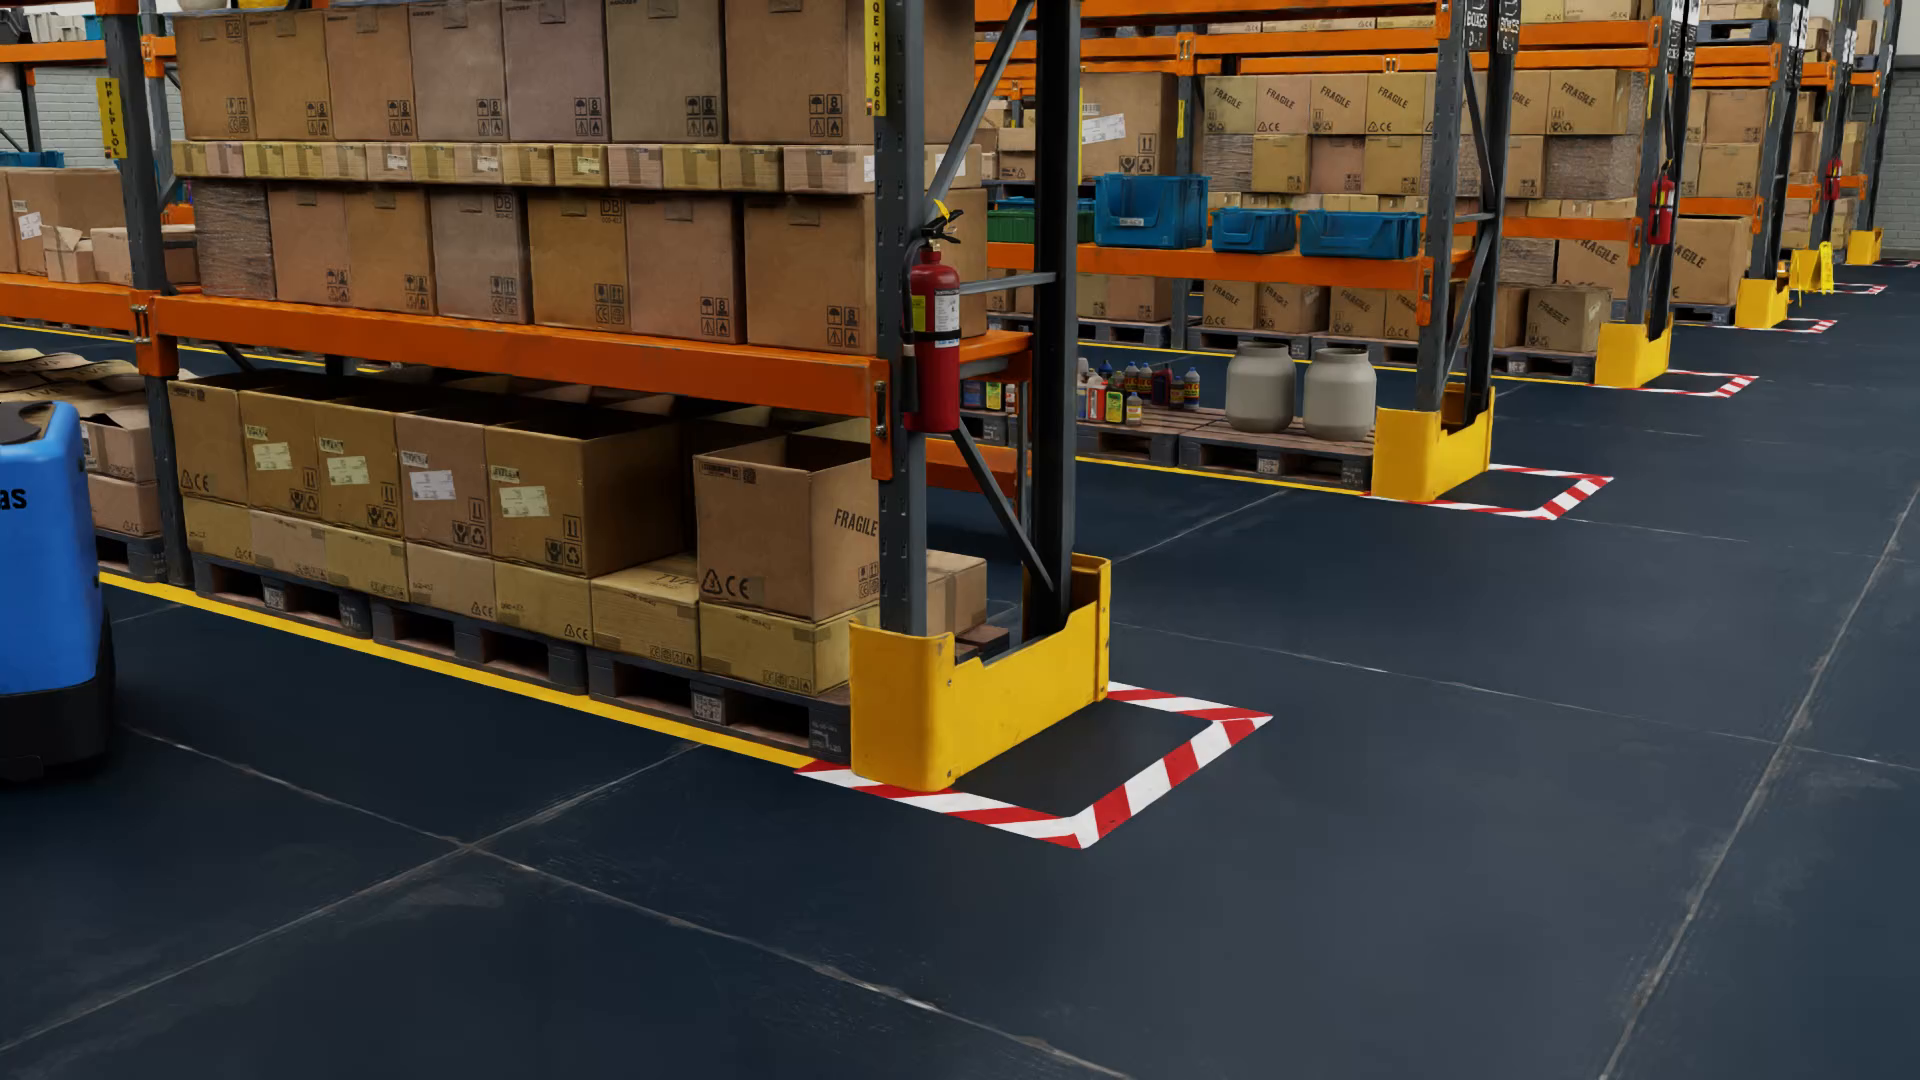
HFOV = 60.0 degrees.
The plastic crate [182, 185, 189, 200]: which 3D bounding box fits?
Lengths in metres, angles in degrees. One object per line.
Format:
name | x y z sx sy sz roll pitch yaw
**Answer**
plastic crate | -7.421 -3.397 16.229 0.243 0.136 0.396 9 17 33

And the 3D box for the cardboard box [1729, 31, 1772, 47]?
cardboard box | 10.153 -6.373 21.274 0.500 0.250 0.500 9 16 32

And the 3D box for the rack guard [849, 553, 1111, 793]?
rack guard | 0.095 0.408 5.636 0.348 0.500 1.175 9 17 33

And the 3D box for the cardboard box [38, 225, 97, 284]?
cardboard box | -4.076 -1.361 7.860 0.258 0.266 0.396 9 16 31

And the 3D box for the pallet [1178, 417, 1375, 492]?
pallet | 2.082 -0.553 10.119 1.213 0.211 1.003 9 17 33

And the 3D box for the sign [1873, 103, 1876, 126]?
sign | 13.590 -6.320 24.711 0.005 0.325 0.100 9 17 33

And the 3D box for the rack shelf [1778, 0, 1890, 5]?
rack shelf | 12.245 -8.387 25.805 4.000 0.370 1.077 9 17 33

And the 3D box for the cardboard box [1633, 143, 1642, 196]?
cardboard box | 7.262 -4.042 18.098 0.550 0.550 0.875 9 17 33

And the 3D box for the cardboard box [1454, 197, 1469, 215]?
cardboard box | 4.209 -2.823 14.008 0.250 0.149 0.380 9 17 33

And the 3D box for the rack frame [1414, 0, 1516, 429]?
rack frame | 2.842 -1.796 9.336 0.127 3.000 1.000 9 17 33

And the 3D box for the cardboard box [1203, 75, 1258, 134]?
cardboard box | 2.519 -3.887 14.876 0.500 0.500 0.500 9 17 33

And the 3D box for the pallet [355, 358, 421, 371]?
pallet | -4.473 -1.613 14.399 1.213 0.211 1.003 9 17 33

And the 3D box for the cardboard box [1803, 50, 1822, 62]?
cardboard box | 10.685 -6.086 20.946 0.250 0.149 0.380 9 17 33

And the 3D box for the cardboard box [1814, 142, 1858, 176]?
cardboard box | 13.350 -5.812 25.351 0.500 0.500 0.500 9 16 32

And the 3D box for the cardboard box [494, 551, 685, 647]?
cardboard box | -1.373 0.178 6.212 0.500 0.250 0.500 9 17 33

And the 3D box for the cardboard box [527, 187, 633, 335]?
cardboard box | -1.153 -1.060 6.154 0.500 0.500 0.700 9 17 33

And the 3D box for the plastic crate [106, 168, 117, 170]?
plastic crate | -8.279 -3.619 16.820 0.530 0.282 0.437 9 17 33

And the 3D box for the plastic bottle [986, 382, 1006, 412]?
plastic bottle | 0.232 -0.981 10.780 0.133 0.283 0.061 10 17 35

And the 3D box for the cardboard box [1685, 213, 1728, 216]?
cardboard box | 9.892 -4.117 22.002 0.500 0.500 0.500 10 17 35

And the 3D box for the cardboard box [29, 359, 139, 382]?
cardboard box | -4.725 -0.798 8.985 0.500 0.311 0.500 10 17 34

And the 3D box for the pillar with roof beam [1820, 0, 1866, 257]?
pillar with roof beam | 11.427 -8.077 22.223 0.400 9.000 9.100 9 17 33

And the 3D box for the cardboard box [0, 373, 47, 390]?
cardboard box | -5.003 -0.688 8.541 0.500 0.311 0.500 9 16 32

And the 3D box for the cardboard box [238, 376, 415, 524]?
cardboard box | -2.615 -0.388 6.938 0.500 0.500 0.500 9 17 33

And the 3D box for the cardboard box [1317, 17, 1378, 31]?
cardboard box | 3.366 -4.453 14.140 0.500 0.250 0.500 8 16 31

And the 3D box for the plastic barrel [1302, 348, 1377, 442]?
plastic barrel | 2.254 -0.865 9.880 0.421 0.512 0.421 0 14 0

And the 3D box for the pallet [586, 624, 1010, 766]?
pallet | -0.583 0.450 6.064 1.213 0.211 1.003 9 17 33

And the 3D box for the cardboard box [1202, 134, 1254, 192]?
cardboard box | 2.626 -3.440 15.151 0.500 0.500 0.875 9 17 33

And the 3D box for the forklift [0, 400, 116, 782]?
forklift | -4.287 -0.629 4.764 3.031 2.935 1.130 -6 15 -24

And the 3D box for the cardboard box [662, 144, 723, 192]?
cardboard box | -0.779 -1.255 5.591 0.250 0.149 0.380 9 16 32

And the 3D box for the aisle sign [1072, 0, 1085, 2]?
aisle sign | 0.300 -2.123 5.247 0.004 0.787 0.394 9 17 33

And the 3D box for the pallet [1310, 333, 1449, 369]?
pallet | 3.881 -1.720 14.832 1.213 0.211 1.003 9 17 33

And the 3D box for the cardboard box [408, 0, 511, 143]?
cardboard box | -1.623 -1.764 6.297 0.500 0.500 0.700 9 17 33

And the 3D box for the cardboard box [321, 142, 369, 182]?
cardboard box | -2.281 -1.497 6.572 0.250 0.149 0.380 9 16 31

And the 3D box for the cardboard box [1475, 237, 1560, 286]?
cardboard box | 6.372 -3.250 18.756 0.875 0.875 0.875 9 17 33

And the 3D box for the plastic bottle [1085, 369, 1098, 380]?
plastic bottle | 0.892 -1.057 11.258 0.097 0.201 0.097 0 14 0

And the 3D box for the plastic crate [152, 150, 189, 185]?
plastic crate | -7.716 -3.635 16.508 0.583 0.464 0.402 9 17 33

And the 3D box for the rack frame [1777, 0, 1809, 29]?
rack frame | 8.459 -6.671 16.545 0.127 3.000 1.000 9 17 33

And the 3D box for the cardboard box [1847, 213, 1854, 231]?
cardboard box | 13.630 -4.966 25.950 0.500 0.250 0.500 10 17 34

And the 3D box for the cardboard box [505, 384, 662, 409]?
cardboard box | -1.489 -0.360 6.823 0.500 0.500 0.500 9 17 33

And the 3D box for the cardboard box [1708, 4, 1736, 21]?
cardboard box | 7.785 -5.357 16.918 0.250 0.149 0.380 9 17 33

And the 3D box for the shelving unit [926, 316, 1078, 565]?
shelving unit | -0.006 -0.547 8.192 1.048 1.125 0.538 9 17 33

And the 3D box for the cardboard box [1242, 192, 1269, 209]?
cardboard box | 2.721 -3.045 14.905 0.250 0.149 0.380 9 17 33

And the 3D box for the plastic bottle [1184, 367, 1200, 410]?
plastic bottle | 1.512 -0.991 10.845 0.097 0.271 0.097 0 14 0

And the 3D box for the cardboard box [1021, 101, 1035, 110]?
cardboard box | 1.063 -7.312 27.979 0.250 0.149 0.380 9 16 32

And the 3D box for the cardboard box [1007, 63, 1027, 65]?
cardboard box | 0.783 -6.427 21.593 0.500 0.500 0.500 9 17 33

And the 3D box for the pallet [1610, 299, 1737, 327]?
pallet | 7.751 -2.497 17.971 1.213 0.211 1.003 9 17 33

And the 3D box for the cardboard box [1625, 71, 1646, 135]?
cardboard box | 5.302 -3.590 13.675 0.500 0.500 0.500 9 17 33

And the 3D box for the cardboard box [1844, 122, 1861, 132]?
cardboard box | 13.490 -6.264 25.207 0.250 0.149 0.380 9 17 33

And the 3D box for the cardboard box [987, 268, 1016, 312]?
cardboard box | 0.477 -2.624 16.969 0.500 0.500 0.700 11 18 37

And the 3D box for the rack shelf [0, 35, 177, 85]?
rack shelf | -8.774 -4.780 16.647 4.000 0.370 1.077 9 17 33

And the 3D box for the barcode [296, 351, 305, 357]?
barcode | -3.224 -0.929 8.121 0.075 0.075 0.001 9 17 33

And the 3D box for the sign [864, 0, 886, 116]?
sign | -0.240 -1.380 4.752 0.005 0.325 0.100 9 17 33
